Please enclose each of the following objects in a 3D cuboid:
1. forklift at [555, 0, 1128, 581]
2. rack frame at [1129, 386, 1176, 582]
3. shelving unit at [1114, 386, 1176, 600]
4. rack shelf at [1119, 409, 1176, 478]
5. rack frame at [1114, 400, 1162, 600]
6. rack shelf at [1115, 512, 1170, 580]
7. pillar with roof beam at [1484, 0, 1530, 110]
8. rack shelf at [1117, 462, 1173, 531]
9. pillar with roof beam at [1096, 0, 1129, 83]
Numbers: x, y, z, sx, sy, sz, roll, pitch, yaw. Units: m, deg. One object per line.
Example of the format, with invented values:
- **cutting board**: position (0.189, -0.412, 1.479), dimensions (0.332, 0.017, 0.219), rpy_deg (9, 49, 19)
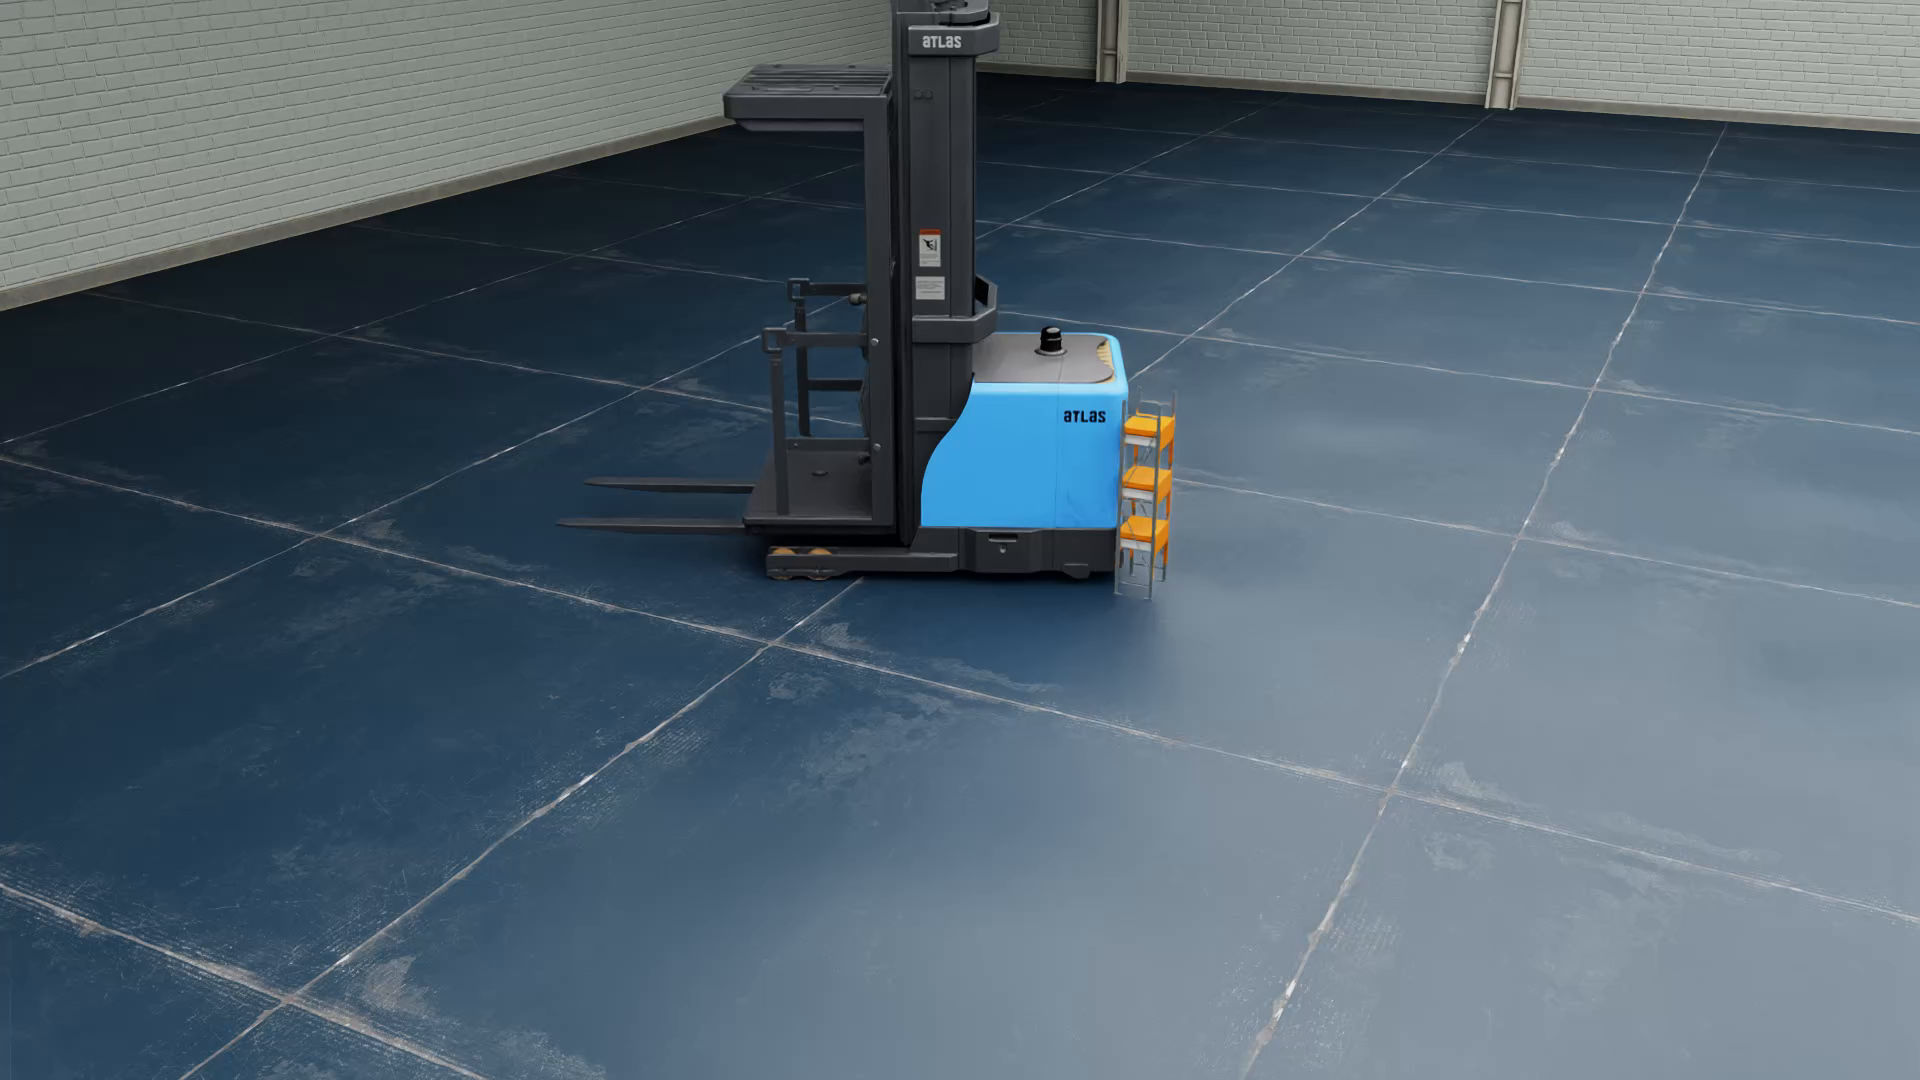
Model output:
- **forklift**: position (-0.638, -1.340, 8.655), dimensions (3.031, 2.935, 1.130), rpy_deg (1, 23, 2)
- **rack frame**: position (0.989, -0.279, 8.564), dimensions (0.200, 1.050, 0.008), rpy_deg (10, 25, 22)
- **shelving unit**: position (0.941, -0.235, 8.461), dimensions (0.215, 1.050, 0.252), rpy_deg (10, 25, 22)
- **rack shelf**: position (0.941, -0.487, 8.354), dimensions (0.215, 0.259, 0.240), rpy_deg (10, 25, 22)
- **rack frame**: position (0.892, -0.192, 8.358), dimensions (0.200, 1.050, 0.008), rpy_deg (10, 25, 22)
- **rack shelf**: position (0.940, 0.030, 8.574), dimensions (0.215, 0.259, 0.240), rpy_deg (10, 25, 22)
- **pillar with roof beam**: position (5.801, -8.834, 18.523), dimensions (0.400, 9.000, 9.100), rpy_deg (11, 25, 25)
- **rack shelf**: position (0.941, -0.226, 8.465), dimensions (0.215, 0.259, 0.240), rpy_deg (10, 25, 22)
- **pillar with roof beam**: position (0.447, -9.893, 21.014), dimensions (0.400, 9.000, 9.100), rpy_deg (11, 25, 25)
